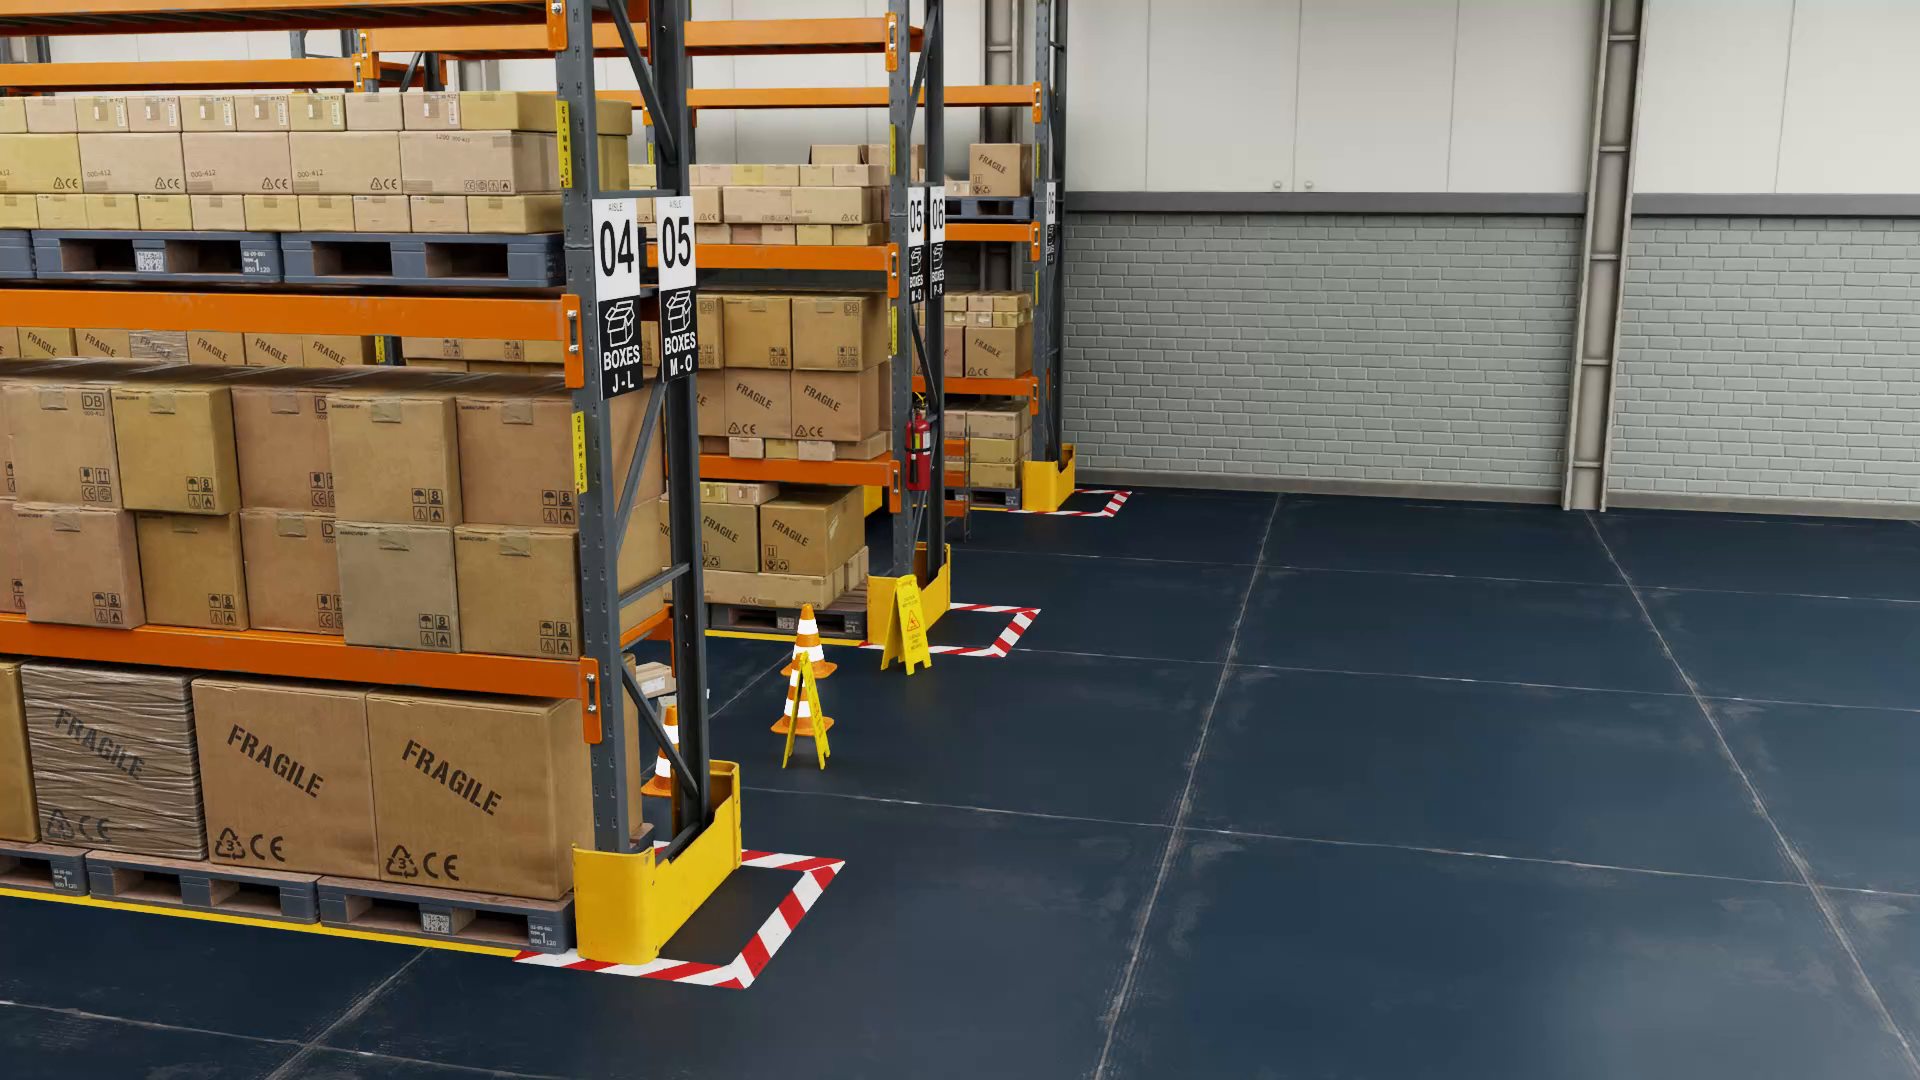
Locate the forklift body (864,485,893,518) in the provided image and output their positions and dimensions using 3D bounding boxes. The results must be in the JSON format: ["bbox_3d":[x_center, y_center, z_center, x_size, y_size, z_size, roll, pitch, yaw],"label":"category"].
[{"bbox_3d":[-1.388,-1.173,15.570,1.214,2.155,2.313,3,13,14],"label":"forklift body"}]

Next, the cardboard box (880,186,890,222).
[{"bbox_3d":[-0.720,-2.447,12.088,0.500,0.250,0.500,3,13,13],"label":"cardboard box"}]

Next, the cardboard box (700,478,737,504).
[{"bbox_3d":[-1.752,-0.379,12.184,0.250,0.149,0.380,3,13,14],"label":"cardboard box"}]

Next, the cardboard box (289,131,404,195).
[{"bbox_3d":[-2.411,-1.565,6.913,0.500,0.250,0.500,3,13,14],"label":"cardboard box"}]

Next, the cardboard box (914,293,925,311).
[{"bbox_3d":[-0.519,-2.390,16.683,0.250,0.149,0.380,3,13,15],"label":"cardboard box"}]

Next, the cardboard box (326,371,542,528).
[{"bbox_3d":[-2.290,-0.419,7.375,0.550,0.550,0.875,3,13,14],"label":"cardboard box"}]

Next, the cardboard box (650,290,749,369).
[{"bbox_3d":[-1.853,-1.524,11.967,0.500,0.500,0.700,3,13,13],"label":"cardboard box"}]

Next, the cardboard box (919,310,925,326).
[{"bbox_3d":[-0.244,-2.246,16.718,0.250,0.149,0.380,3,13,13],"label":"cardboard box"}]

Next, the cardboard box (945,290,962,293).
[{"bbox_3d":[-0.127,-2.493,17.145,0.250,0.149,0.380,3,13,14],"label":"cardboard box"}]

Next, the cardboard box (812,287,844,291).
[{"bbox_3d":[-1.375,-2.564,17.468,0.250,0.149,0.380,3,13,13],"label":"cardboard box"}]

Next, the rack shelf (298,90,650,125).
[{"bbox_3d":[-4.935,-4.566,17.639,4.000,0.370,1.077,3,13,14],"label":"rack shelf"}]

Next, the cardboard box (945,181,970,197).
[{"bbox_3d":[0.013,-3.447,16.316,0.250,0.149,0.380,3,13,12],"label":"cardboard box"}]

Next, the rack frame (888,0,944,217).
[{"bbox_3d":[-0.295,-3.757,11.409,0.127,3.000,1.000,3,13,14],"label":"rack frame"}]

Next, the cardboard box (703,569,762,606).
[{"bbox_3d":[-1.646,0.295,12.374,0.500,0.250,0.500,3,13,14],"label":"cardboard box"}]

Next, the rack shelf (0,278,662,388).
[{"bbox_3d":[-3.325,-0.999,7.564,4.000,0.370,1.077,3,13,14],"label":"rack shelf"}]

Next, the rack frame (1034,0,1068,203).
[{"bbox_3d":[0.890,-4.801,16.114,0.127,3.000,1.000,3,13,14],"label":"rack frame"}]

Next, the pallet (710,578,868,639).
[{"bbox_3d":[-1.150,0.479,12.602,1.213,0.211,1.003,3,13,14],"label":"pallet"}]

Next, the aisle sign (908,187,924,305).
[{"bbox_3d":[-0.305,-2.033,11.488,0.004,0.787,0.394,3,13,14],"label":"aisle sign"}]

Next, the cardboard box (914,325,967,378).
[{"bbox_3d":[-0.152,-1.920,16.750,0.500,0.500,0.500,3,13,15],"label":"cardboard box"}]

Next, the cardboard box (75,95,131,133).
[{"bbox_3d":[-3.518,-1.805,7.075,0.250,0.149,0.380,3,13,13],"label":"cardboard box"}]

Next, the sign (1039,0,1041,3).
[{"bbox_3d":[0.746,-5.182,15.494,0.005,0.325,0.100,3,13,14],"label":"sign"}]

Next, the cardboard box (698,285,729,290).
[{"bbox_3d":[-2.611,-2.638,17.798,0.250,0.149,0.380,3,13,14],"label":"cardboard box"}]

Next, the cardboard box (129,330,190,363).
[{"bbox_3d":[-6.173,-1.491,13.159,0.500,0.500,0.500,3,13,11],"label":"cardboard box"}]

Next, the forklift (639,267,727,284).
[{"bbox_3d":[-2.713,-1.703,16.160,3.031,2.935,1.130,0,13,0],"label":"forklift"}]

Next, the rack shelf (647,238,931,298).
[{"bbox_3d":[-2.237,-2.045,12.279,4.000,0.370,1.077,3,13,14],"label":"rack shelf"}]

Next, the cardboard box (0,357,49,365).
[{"bbox_3d":[-4.917,-0.564,8.027,0.550,0.550,0.875,3,13,14],"label":"cardboard box"}]

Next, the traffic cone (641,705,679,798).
[{"bbox_3d":[-1.559,1.130,9.088,0.334,0.463,0.336,3,13,14],"label":"traffic cone"}]

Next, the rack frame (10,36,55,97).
[{"bbox_3d":[-10.760,-5.424,18.921,0.127,3.000,1.000,3,13,14],"label":"rack frame"}]

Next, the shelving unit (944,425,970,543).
[{"bbox_3d":[-0.052,-0.515,15.149,0.252,1.050,0.215,3,13,14],"label":"shelving unit"}]

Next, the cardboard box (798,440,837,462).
[{"bbox_3d":[-0.982,-0.670,11.925,0.250,0.149,0.380,3,13,13],"label":"cardboard box"}]

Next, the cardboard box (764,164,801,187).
[{"bbox_3d":[-1.188,-2.546,11.613,0.250,0.149,0.380,3,13,13],"label":"cardboard box"}]

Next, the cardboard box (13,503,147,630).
[{"bbox_3d":[-3.870,0.030,7.842,0.550,0.550,0.875,3,13,14],"label":"cardboard box"}]

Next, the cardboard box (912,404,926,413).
[{"bbox_3d":[-0.621,-1.231,16.943,0.500,0.250,0.500,3,13,14],"label":"cardboard box"}]

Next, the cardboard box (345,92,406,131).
[{"bbox_3d":[-2.283,-1.740,6.780,0.250,0.149,0.380,3,13,14],"label":"cardboard box"}]

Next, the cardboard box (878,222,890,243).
[{"bbox_3d":[-0.540,-2.256,12.146,0.250,0.149,0.380,3,13,14],"label":"cardboard box"}]

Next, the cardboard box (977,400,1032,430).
[{"bbox_3d":[0.469,-1.288,17.200,0.500,0.250,0.500,3,13,13],"label":"cardboard box"}]

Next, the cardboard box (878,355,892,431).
[{"bbox_3d":[-0.689,-1.105,12.389,0.500,0.500,0.500,3,13,13],"label":"cardboard box"}]

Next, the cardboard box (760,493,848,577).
[{"bbox_3d":[-1.136,-0.044,12.170,0.500,0.500,0.500,3,13,14],"label":"cardboard box"}]

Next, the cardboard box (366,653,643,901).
[{"bbox_3d":[-2.058,1.029,7.624,0.875,0.875,0.875,3,13,14],"label":"cardboard box"}]

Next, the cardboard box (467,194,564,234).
[{"bbox_3d":[-1.787,-1.324,6.746,0.250,0.149,0.380,3,13,13],"label":"cardboard box"}]

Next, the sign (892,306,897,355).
[{"bbox_3d":[-0.448,-1.432,11.377,0.005,0.325,0.100,3,13,14],"label":"sign"}]

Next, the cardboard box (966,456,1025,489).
[{"bbox_3d":[0.358,-0.693,16.827,0.500,0.250,0.500,3,13,14],"label":"cardboard box"}]

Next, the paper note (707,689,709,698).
[{"bbox_3d":[-1.690,0.991,10.714,0.142,0.019,0.148,-1,13,-6],"label":"paper note"}]

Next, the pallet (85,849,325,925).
[{"bbox_3d":[-3.359,1.490,8.045,1.213,0.211,1.003,3,13,14],"label":"pallet"}]

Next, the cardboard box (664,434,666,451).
[{"bbox_3d":[-2.189,-0.764,12.346,0.250,0.149,0.380,3,13,14],"label":"cardboard box"}]

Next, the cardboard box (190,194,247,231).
[{"bbox_3d":[-3.021,-1.390,7.043,0.250,0.149,0.380,3,13,14],"label":"cardboard box"}]

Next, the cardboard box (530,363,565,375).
[{"bbox_3d":[-2.841,-1.099,12.359,0.500,0.500,0.500,3,13,13],"label":"cardboard box"}]

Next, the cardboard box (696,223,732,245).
[{"bbox_3d":[-1.691,-2.187,11.836,0.250,0.149,0.380,3,13,13],"label":"cardboard box"}]
